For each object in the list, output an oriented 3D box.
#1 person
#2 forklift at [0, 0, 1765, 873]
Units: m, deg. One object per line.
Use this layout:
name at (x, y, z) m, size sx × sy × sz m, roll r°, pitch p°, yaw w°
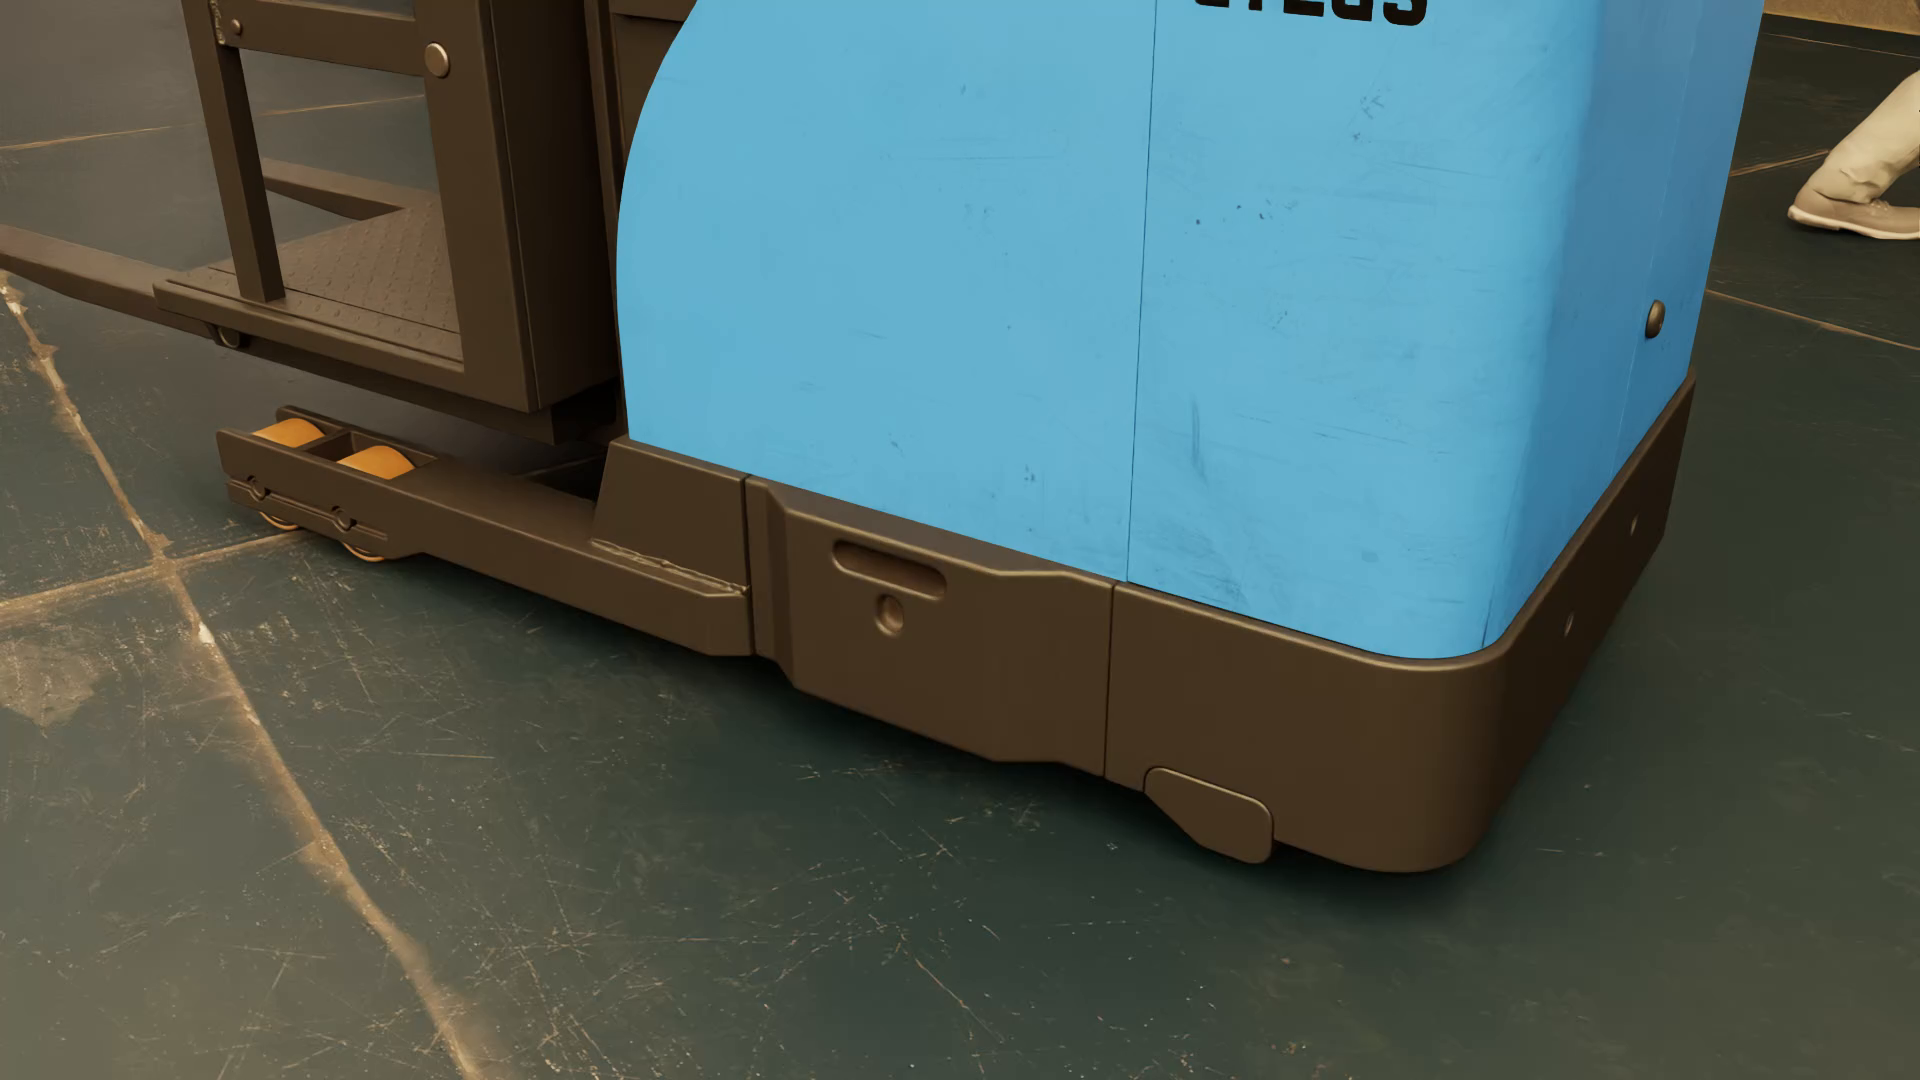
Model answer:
person at (2.337, -1.375, 3.458) m, size 0.795 × 1.616 × 0.777 m, roll 8°, pitch 28°, yaw 15°
forklift at (-0.511, -1.459, 2.139) m, size 3.031 × 2.935 × 1.130 m, roll 16°, pitch 31°, yaw 29°
